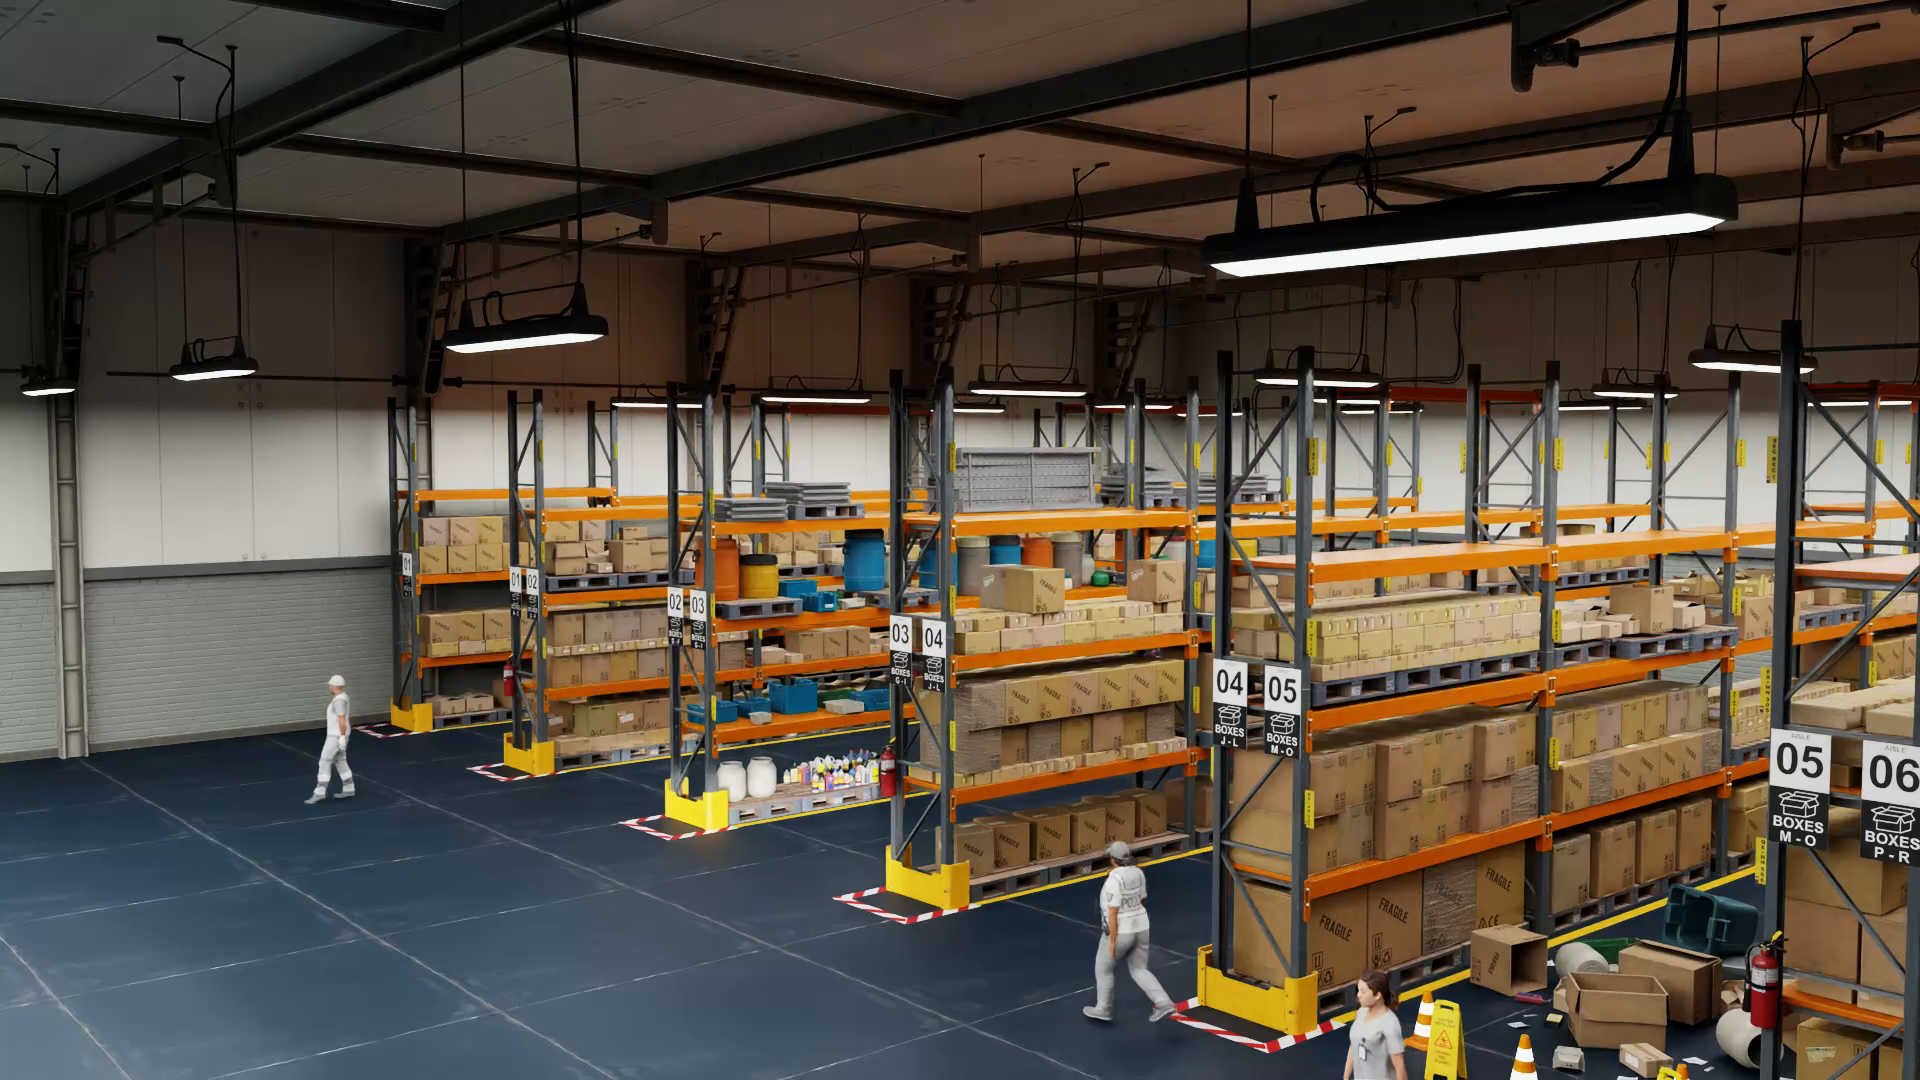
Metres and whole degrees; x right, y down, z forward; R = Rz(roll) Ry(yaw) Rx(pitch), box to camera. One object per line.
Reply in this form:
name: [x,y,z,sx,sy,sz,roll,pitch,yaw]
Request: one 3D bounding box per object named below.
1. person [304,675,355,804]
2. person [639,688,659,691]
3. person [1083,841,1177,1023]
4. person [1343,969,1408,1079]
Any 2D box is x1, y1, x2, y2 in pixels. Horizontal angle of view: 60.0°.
person: [-9.137,2.865,24.112,0.638,1.791,0.628,-1,3,-10]
person: [-5.813,2.480,30.870,0.590,1.699,1.082,1,4,21]
person: [1.505,3.478,14.711,0.496,1.620,0.916,-3,5,-44]
person: [2.688,3.672,11.056,0.872,1.639,0.501,-1,3,-13]
